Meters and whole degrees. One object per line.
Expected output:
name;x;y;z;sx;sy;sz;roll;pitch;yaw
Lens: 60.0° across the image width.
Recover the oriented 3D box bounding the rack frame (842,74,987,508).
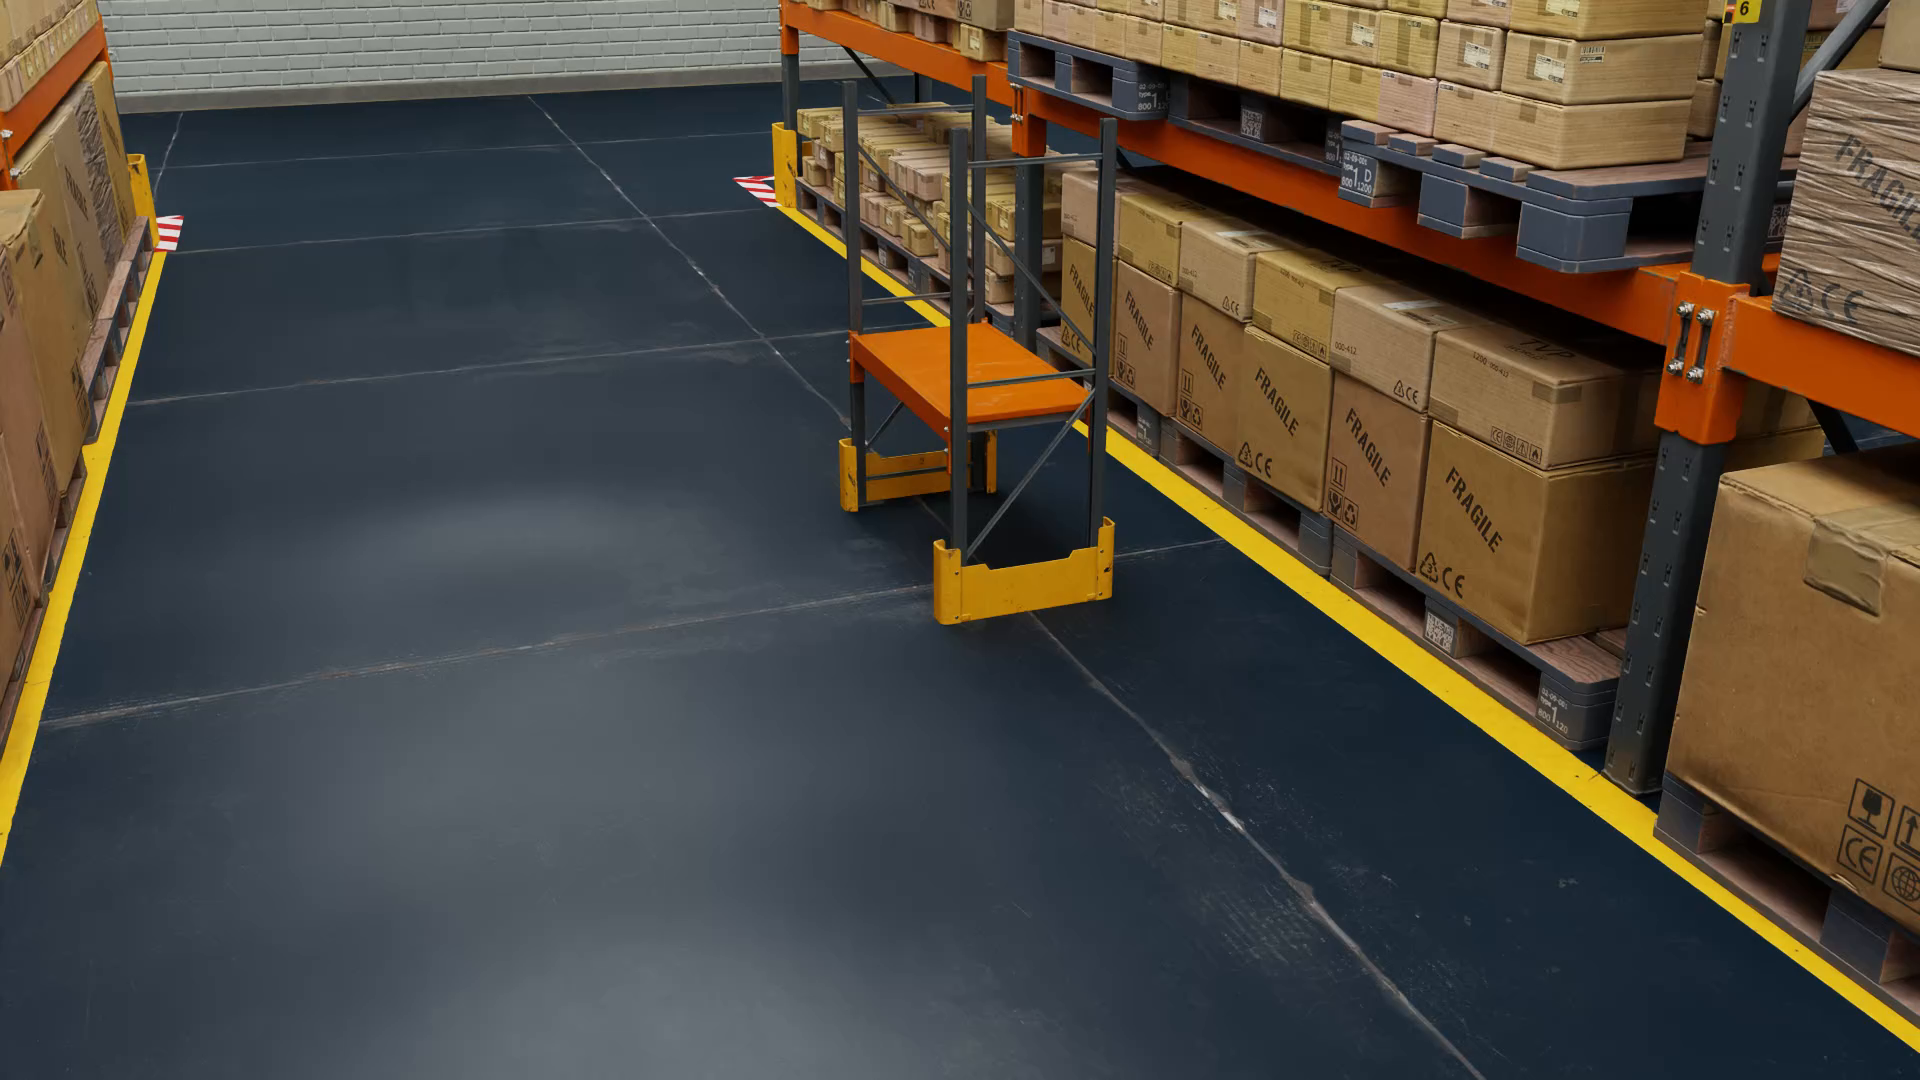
rack frame;-0.149;-0.845;5.823;0.500;1.500;0.032;-8;24;-19

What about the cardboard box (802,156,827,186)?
cardboard box;-0.792;-2.371;10.643;0.380;0.149;0.250;-8;24;-18

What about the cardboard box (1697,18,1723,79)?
cardboard box;2.068;-1.335;4.455;0.380;0.149;0.250;-7;24;-16

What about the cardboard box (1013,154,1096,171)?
cardboard box;0.503;-1.968;8.921;0.380;0.149;0.250;-8;24;-18

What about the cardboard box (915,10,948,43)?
cardboard box;-0.008;-2.603;8.388;0.380;0.149;0.250;-9;25;-21

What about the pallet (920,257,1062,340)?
pallet;0.465;-1.226;8.387;1.003;0.211;1.213;-8;24;-19

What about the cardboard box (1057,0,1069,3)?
cardboard box;0.538;-2.187;6.476;0.380;0.149;0.250;-9;24;-20

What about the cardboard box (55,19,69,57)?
cardboard box;-4.380;-2.326;7.730;0.380;0.149;0.250;-8;24;-18

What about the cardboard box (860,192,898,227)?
cardboard box;-0.355;-1.908;9.544;0.380;0.149;0.250;-10;25;-22

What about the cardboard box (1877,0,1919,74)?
cardboard box;2.298;-1.161;3.226;0.700;0.500;0.500;-8;24;-19

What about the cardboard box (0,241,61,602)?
cardboard box;-3.379;-0.288;4.767;1.225;0.875;0.875;-9;25;-21

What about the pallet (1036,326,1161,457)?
pallet;1.012;-0.704;7.149;1.003;0.211;1.213;-8;24;-19

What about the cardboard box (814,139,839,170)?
cardboard box;-0.689;-2.409;10.351;0.380;0.149;0.250;-8;24;-19

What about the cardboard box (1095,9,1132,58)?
cardboard box;0.720;-1.861;6.086;0.380;0.149;0.250;-8;24;-18

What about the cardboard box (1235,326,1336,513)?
cardboard box;1.289;-0.443;5.616;0.500;0.500;0.500;-9;25;-21

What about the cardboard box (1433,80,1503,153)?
cardboard box;1.458;-1.103;4.287;0.380;0.149;0.250;-8;24;-19

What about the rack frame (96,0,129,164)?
rack frame;-5.354;-3.082;9.199;1.000;3.000;0.127;-8;24;-19

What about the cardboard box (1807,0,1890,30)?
cardboard box;2.165;-1.367;4.147;0.380;0.149;0.250;-8;24;-19

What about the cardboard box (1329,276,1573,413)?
cardboard box;1.473;-0.600;5.024;0.500;0.250;0.500;-8;24;-18

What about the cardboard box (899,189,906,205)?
cardboard box;-0.127;-1.949;9.258;0.380;0.149;0.250;-7;24;-16

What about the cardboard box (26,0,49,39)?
cardboard box;-4.221;-2.272;7.088;0.500;0.250;0.500;-8;24;-18

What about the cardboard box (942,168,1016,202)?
cardboard box;0.125;-1.801;8.526;0.380;0.149;0.250;-8;24;-17

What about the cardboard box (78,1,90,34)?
cardboard box;-4.738;-2.696;8.607;0.380;0.149;0.250;-8;24;-19

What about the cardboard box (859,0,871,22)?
cardboard box;-0.343;-2.984;9.292;0.380;0.149;0.250;-9;24;-20

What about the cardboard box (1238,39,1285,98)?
cardboard box;1.096;-1.479;5.180;0.380;0.149;0.250;-8;24;-17

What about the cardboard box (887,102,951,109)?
cardboard box;-0.254;-2.722;10.709;0.380;0.149;0.250;-8;24;-18

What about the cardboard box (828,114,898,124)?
cardboard box;-0.601;-2.559;10.322;0.380;0.149;0.250;-8;24;-18

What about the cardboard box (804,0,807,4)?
cardboard box;-0.741;-3.360;10.183;0.380;0.149;0.250;-7;24;-17

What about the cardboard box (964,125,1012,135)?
cardboard box;0.171;-2.353;9.835;0.380;0.149;0.250;-7;24;-17

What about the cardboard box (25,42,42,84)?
cardboard box;-4.015;-1.952;6.842;0.380;0.149;0.250;-9;24;-20

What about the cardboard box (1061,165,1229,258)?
cardboard box;0.749;-1.354;6.814;0.500;0.250;0.500;-9;25;-21

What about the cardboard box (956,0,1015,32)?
cardboard box;0.300;-2.592;7.526;0.500;0.500;0.500;-8;24;-19

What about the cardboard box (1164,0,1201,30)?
cardboard box;0.912;-1.804;5.569;0.380;0.149;0.250;-9;24;-20

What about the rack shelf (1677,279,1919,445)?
rack shelf;2.855;0.240;2.246;1.077;0.370;4.000;-8;24;-19

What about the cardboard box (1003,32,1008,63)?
cardboard box;0.415;-2.228;7.497;0.380;0.149;0.250;-9;24;-20

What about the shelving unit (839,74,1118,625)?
shelving unit;0.027;-0.663;5.393;0.587;1.500;1.083;-8;24;-19

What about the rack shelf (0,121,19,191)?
rack shelf;-3.234;-0.570;4.166;1.077;0.370;4.000;-8;24;-19

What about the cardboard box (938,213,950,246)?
cardboard box;0.108;-1.551;8.315;0.380;0.149;0.250;-9;25;-21

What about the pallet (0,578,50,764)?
pallet;-3.163;0.371;4.598;1.003;0.211;1.213;-8;24;-19

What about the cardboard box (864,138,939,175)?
cardboard box;-0.327;-2.167;9.393;0.380;0.149;0.250;-8;24;-18

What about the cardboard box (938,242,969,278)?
cardboard box;0.111;-1.441;8.436;0.380;0.149;0.250;-9;25;-21

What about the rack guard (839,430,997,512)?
rack guard;-0.149;-0.268;6.065;0.587;0.250;0.087;-8;24;-19

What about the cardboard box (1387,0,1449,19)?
cardboard box;1.367;-1.472;4.398;0.380;0.149;0.250;-8;24;-17

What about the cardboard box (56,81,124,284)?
cardboard box;-4.731;-1.744;8.220;0.875;0.875;0.875;-8;24;-19

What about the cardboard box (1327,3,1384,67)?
cardboard box;1.269;-1.433;4.688;0.380;0.149;0.250;-8;24;-19

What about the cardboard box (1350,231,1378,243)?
cardboard box;1.604;-1.044;6.078;0.500;0.250;0.500;-9;25;-21
